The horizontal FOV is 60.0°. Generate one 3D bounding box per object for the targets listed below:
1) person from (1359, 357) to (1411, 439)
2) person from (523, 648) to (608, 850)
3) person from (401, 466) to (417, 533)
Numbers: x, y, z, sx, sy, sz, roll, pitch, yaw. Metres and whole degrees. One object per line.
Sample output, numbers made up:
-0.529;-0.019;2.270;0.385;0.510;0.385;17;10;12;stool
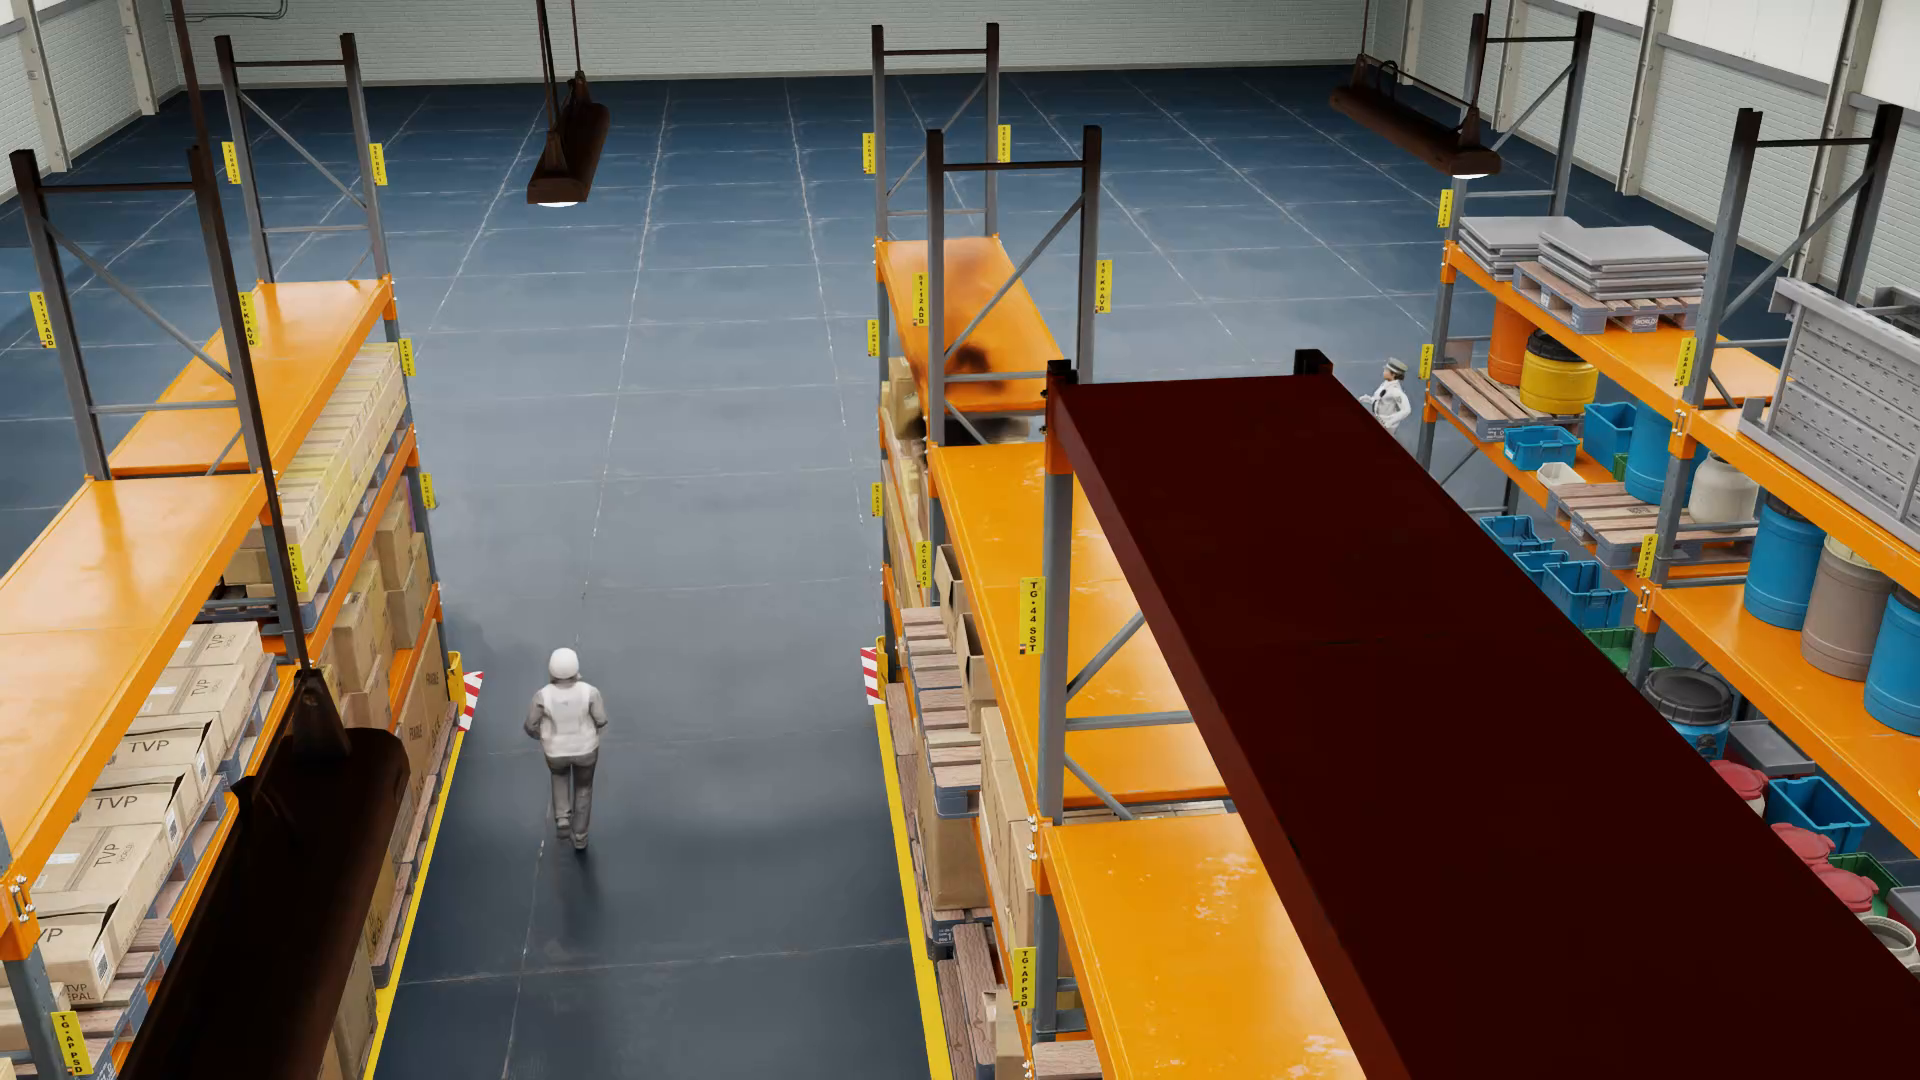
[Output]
4.898;-1.298;19.177;0.910;1.688;0.610;7;26;15;person
-3.081;1.589;13.140;0.635;1.727;0.564;-4;26;-8;person
-5.671;-0.120;16.947;0.571;1.550;0.590;19;31;34;person
